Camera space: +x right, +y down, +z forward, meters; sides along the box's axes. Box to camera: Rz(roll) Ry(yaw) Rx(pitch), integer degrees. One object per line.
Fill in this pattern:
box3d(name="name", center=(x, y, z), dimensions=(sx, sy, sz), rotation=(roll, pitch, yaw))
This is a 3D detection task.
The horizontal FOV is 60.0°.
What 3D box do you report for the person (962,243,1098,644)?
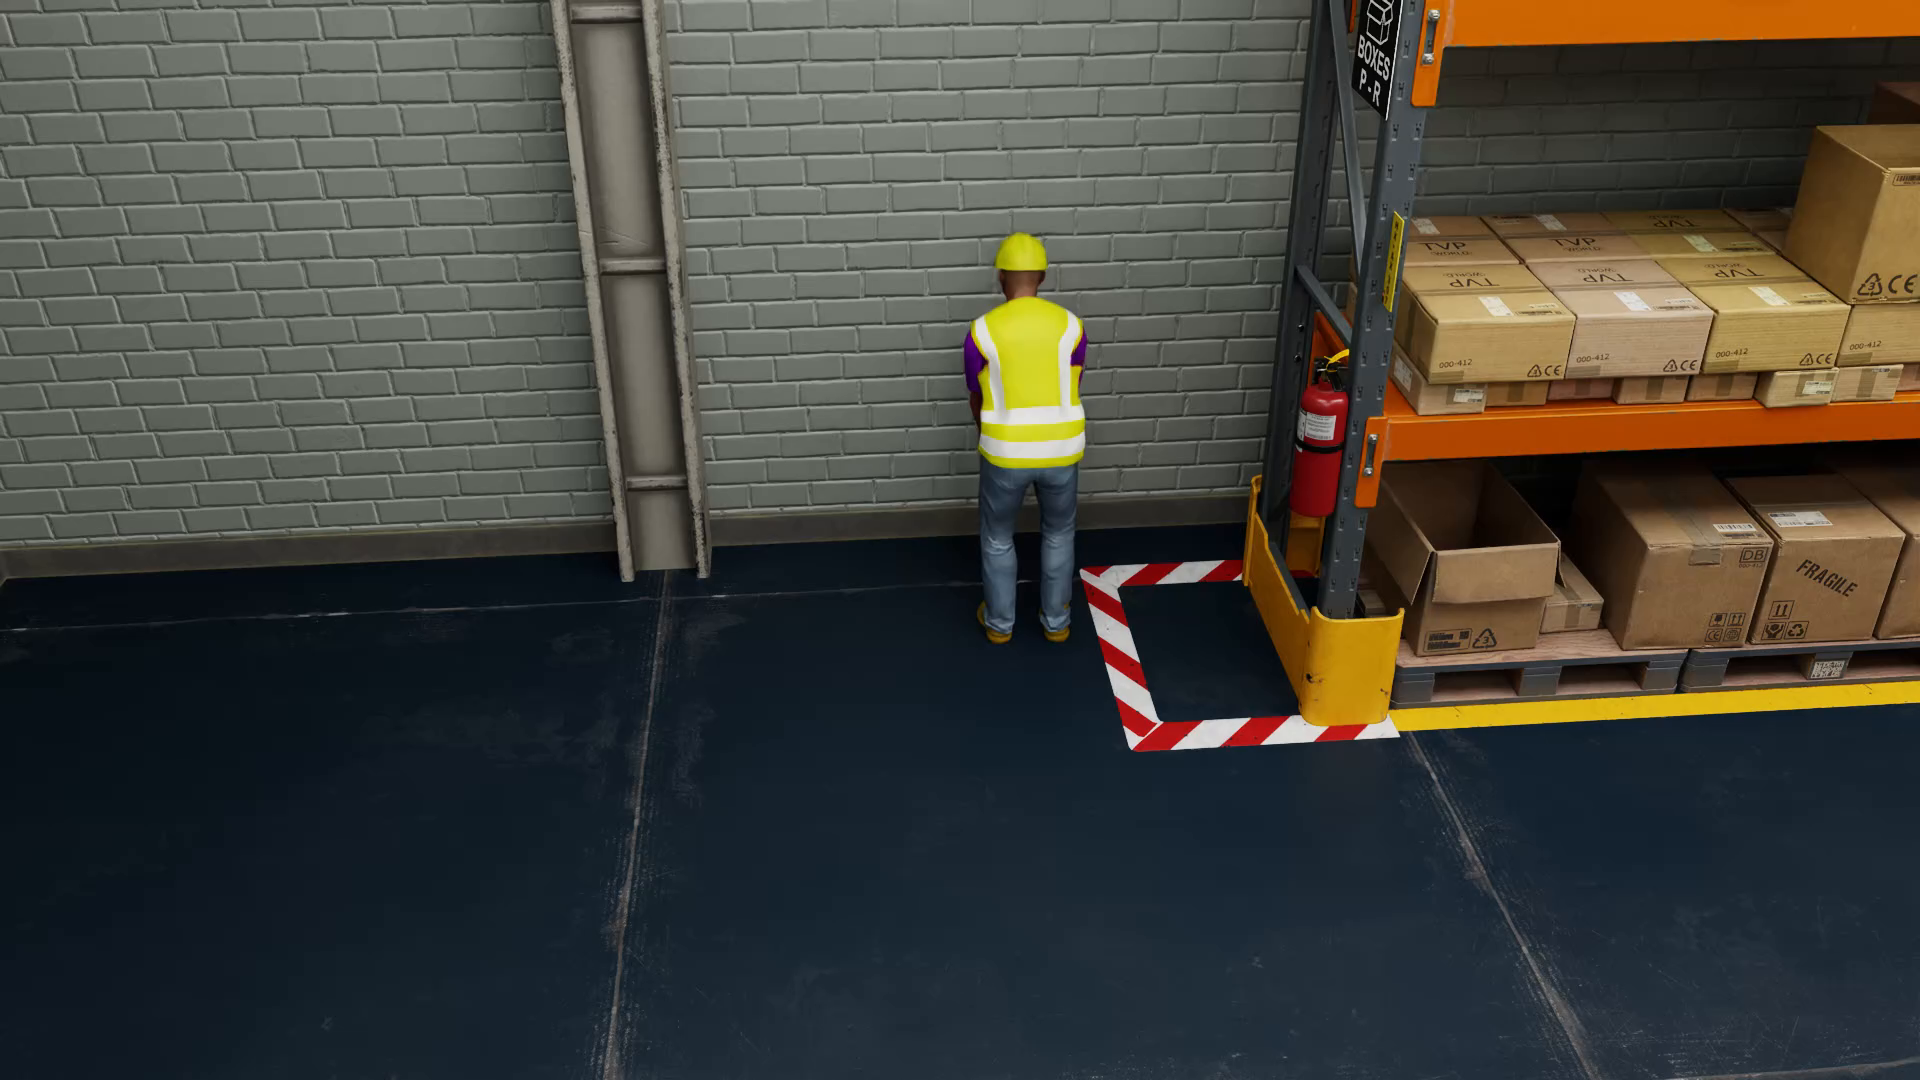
box3d(name="person", center=(0.266, -0.408, 6.789), dimensions=(0.534, 1.769, 0.560), rotation=(-3, 31, -5))
